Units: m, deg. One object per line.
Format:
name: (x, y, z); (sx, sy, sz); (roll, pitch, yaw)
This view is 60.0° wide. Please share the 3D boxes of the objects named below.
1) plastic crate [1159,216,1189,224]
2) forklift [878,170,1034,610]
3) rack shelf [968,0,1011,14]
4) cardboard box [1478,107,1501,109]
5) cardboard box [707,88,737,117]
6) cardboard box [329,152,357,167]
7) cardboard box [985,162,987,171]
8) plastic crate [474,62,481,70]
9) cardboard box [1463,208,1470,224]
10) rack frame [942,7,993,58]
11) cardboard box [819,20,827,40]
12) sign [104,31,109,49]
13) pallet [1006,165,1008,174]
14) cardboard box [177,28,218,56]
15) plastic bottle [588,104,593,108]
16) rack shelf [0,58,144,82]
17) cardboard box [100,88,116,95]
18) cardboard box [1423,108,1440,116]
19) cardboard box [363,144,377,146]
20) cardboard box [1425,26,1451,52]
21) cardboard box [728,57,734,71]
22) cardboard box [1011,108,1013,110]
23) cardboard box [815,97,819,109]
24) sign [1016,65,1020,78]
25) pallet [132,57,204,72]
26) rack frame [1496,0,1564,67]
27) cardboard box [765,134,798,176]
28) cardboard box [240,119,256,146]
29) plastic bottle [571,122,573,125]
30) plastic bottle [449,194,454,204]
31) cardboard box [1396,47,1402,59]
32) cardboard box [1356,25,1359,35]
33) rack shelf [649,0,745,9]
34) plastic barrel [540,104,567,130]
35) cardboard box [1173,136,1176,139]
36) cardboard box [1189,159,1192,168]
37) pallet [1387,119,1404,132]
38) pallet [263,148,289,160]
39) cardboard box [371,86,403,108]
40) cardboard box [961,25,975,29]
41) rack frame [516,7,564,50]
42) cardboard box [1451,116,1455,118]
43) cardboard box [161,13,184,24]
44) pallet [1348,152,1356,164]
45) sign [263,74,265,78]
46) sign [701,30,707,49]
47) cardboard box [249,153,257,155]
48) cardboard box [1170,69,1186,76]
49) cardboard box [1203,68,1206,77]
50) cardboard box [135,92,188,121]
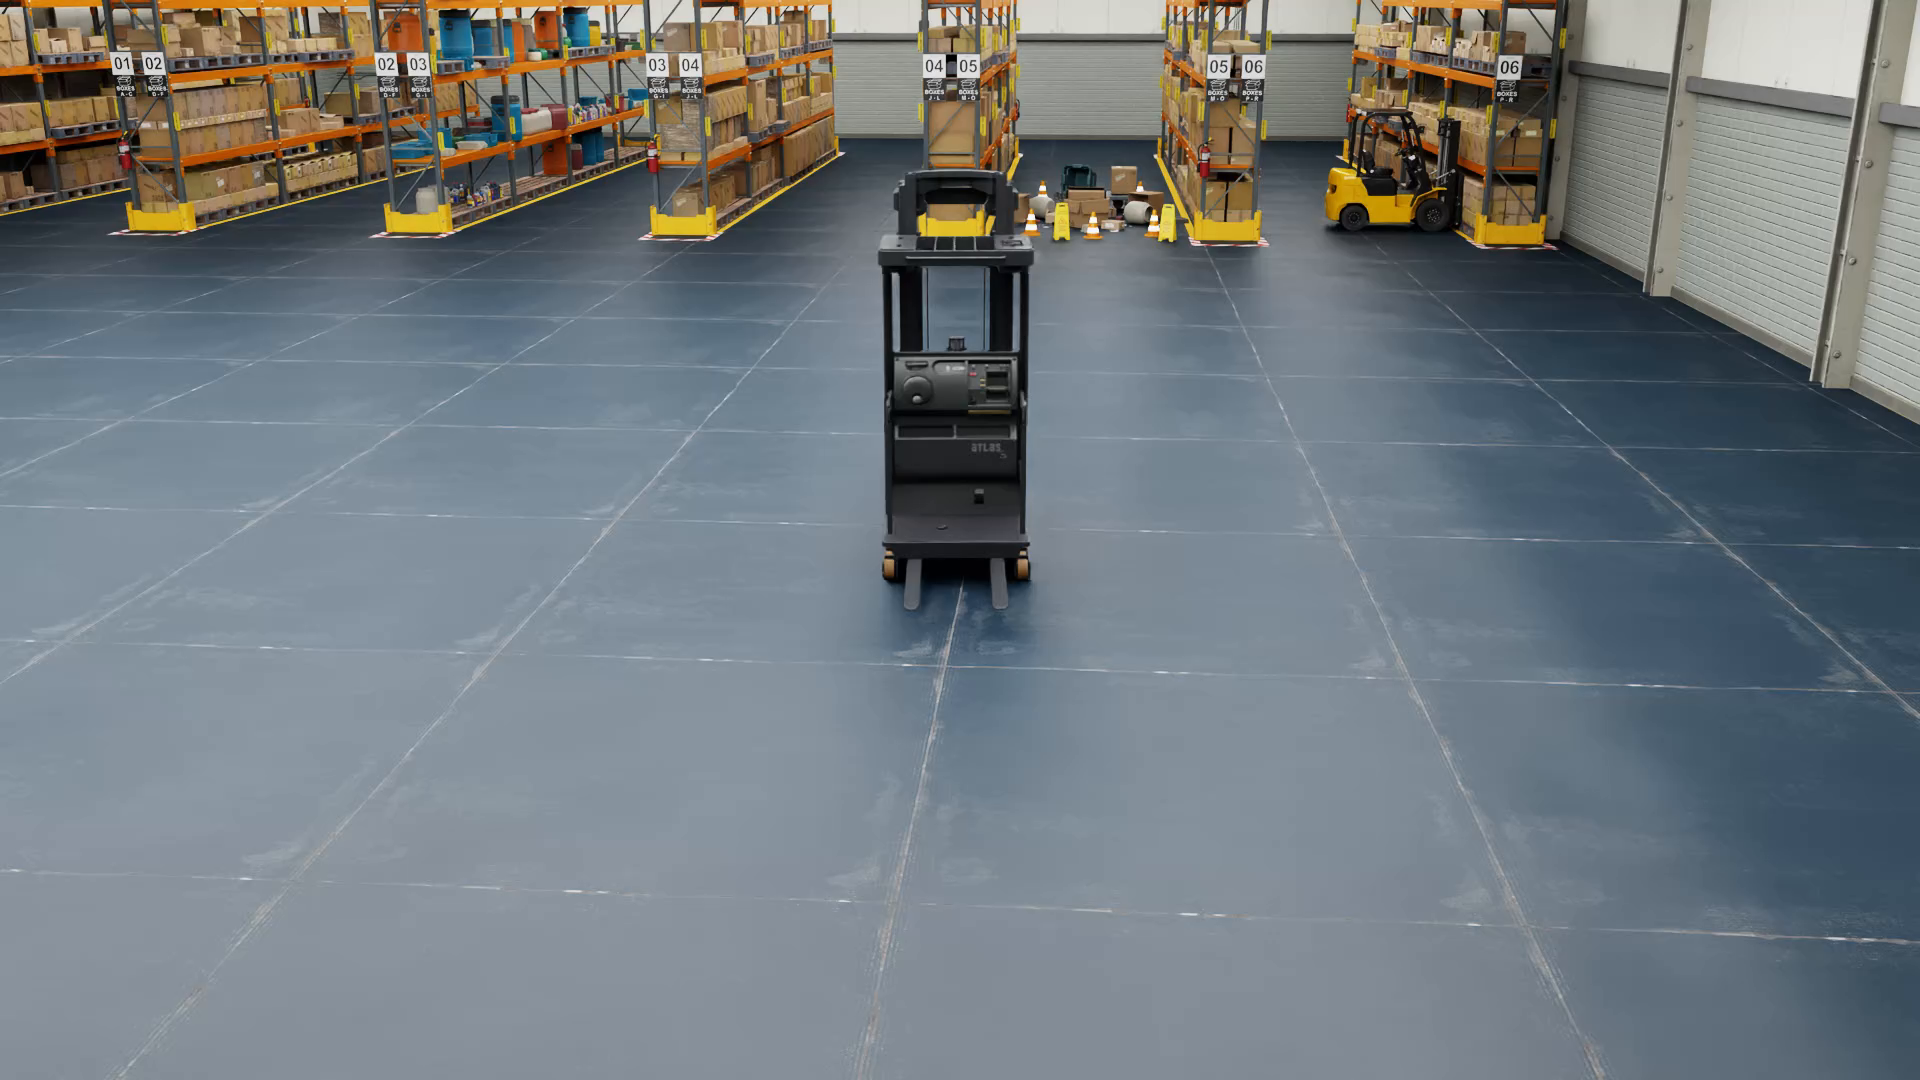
plastic crate: (4.155, -6.212, 32.251); (0.402, 0.080, 0.583); (-5, 19, -15)
forklift: (-0.029, -1.184, 12.329); (1.130, 2.935, 3.031); (0, 18, 0)
rack shelf: (0.572, -12.330, 38.398); (1.077, 0.370, 4.000); (1, 18, 4)
cardboard box: (10.316, -8.350, 32.408); (0.380, 0.149, 0.250); (1, 18, 4)
cardboard box: (-4.628, -8.497, 32.293); (0.500, 0.500, 0.500); (1, 18, 4)
cardboard box: (-14.184, -8.745, 38.136); (0.500, 0.311, 0.500); (2, 18, 5)
cardboard box: (0.096, -7.473, 34.350); (1.050, 0.750, 0.750); (1, 18, 4)
plastic crate: (-9.451, -9.193, 32.267); (0.243, 0.136, 0.396); (1, 18, 4)
cardboard box: (9.514, -5.917, 30.403); (0.500, 0.250, 0.500); (1, 18, 4)
rack frame: (0.141, -10.998, 32.536); (1.000, 3.000, 0.127); (1, 18, 4)
cardboard box: (-3.922, -13.574, 44.218); (0.700, 0.500, 0.500); (0, 18, 1)
sign: (-15.506, -9.095, 30.249); (0.100, 0.325, 0.005); (1, 18, 4)
pallet: (0.661, -9.065, 40.749); (1.003, 0.211, 1.213); (1, 18, 4)
cardboard box: (-14.574, -9.518, 31.777); (0.500, 0.500, 0.500); (1, 18, 4)
plastic bottle: (-9.062, -10.514, 40.773); (0.144, 0.351, 0.185); (1, 18, 4)
rack shelf: (-19.477, -10.326, 36.457); (1.077, 0.370, 4.000); (1, 18, 4)
cardboard box: (-19.337, -10.220, 37.888); (0.380, 0.149, 0.250); (-2, 18, -5)
cardboard box: (9.844, -8.907, 34.587); (0.380, 0.149, 0.250); (1, 18, 2)
cardboard box: (-14.491, -9.395, 40.585); (0.500, 0.500, 0.500); (1, 18, 2)
cardboard box: (9.956, -10.385, 34.487); (0.500, 0.500, 0.500); (2, 18, 5)
cardboard box: (-4.650, -9.176, 32.033); (0.500, 0.250, 0.500); (1, 18, 4)
cardboard box: (1.207, -11.413, 43.840); (0.380, 0.149, 0.250); (2, 18, 5)
cardboard box: (-3.890, -11.139, 42.362); (0.500, 0.250, 0.500); (1, 18, 4)
sign: (1.554, -12.556, 44.558); (0.100, 0.325, 0.005); (1, 18, 4)
pallet: (-14.889, -8.872, 31.006); (1.003, 0.211, 1.213); (1, 18, 4)
rack frame: (9.750, -9.567, 28.169); (1.000, 3.000, 0.127); (1, 18, 4)
cardboard box: (-4.442, -8.936, 38.614); (1.225, 0.875, 0.875); (0, 18, 1)
cardboard box: (-14.736, -8.257, 33.646); (0.700, 0.500, 0.500); (1, 18, 3)
plastic bottle: (-9.056, -9.741, 38.652); (0.097, 0.201, 0.097); (0, 18, 0)
plastic bottle: (-10.144, -6.800, 33.147); (0.097, 0.201, 0.097); (0, 18, 0)
cardboard box: (10.189, -11.032, 37.696); (0.500, 0.250, 0.500); (1, 18, 4)
cardboard box: (10.615, -13.287, 43.297); (0.500, 0.250, 0.500); (1, 18, 3)
rack shelf: (-4.942, -10.176, 31.187); (1.077, 0.370, 4.000); (1, 18, 4)
plastic barrel: (-9.183, -9.556, 37.551); (0.600, 0.536, 0.708); (1, 18, 4)
cardboard box: (5.941, -10.286, 43.436); (0.875, 0.438, 0.875); (2, 18, 5)
cardboard box: (4.705, -7.411, 32.719); (0.380, 0.149, 0.250); (2, 18, 5)
pallet: (10.302, -9.322, 37.363); (1.213, 0.211, 1.003); (1, 18, 4)
pallet: (-18.829, -10.395, 44.808); (1.003, 0.211, 1.213); (1, 18, 4)
cardboard box: (-14.363, -11.101, 41.651); (0.700, 0.500, 0.500); (-5, 19, -15)
cardboard box: (0.198, -11.358, 37.061); (0.396, 0.266, 0.258); (1, 18, 4)
rack frame: (-9.452, -12.493, 37.099); (1.000, 3.000, 0.127); (1, 18, 4)
cardboard box: (9.735, -8.141, 32.248); (0.380, 0.149, 0.250); (2, 18, 5)
cardboard box: (-19.265, -12.702, 40.482); (0.500, 0.250, 0.500); (1, 18, 2)
pallet: (10.836, -10.089, 43.875); (1.003, 0.211, 1.213); (1, 18, 4)
sign: (-19.313, -12.811, 46.187); (0.100, 0.325, 0.005); (1, 18, 4)
sign: (-4.544, -8.876, 29.473); (0.100, 0.325, 0.005); (1, 18, 4)
cardboard box: (-18.891, -10.348, 43.525); (0.700, 0.500, 0.500); (2, 18, 5)
cardboard box: (5.364, -11.487, 40.853); (0.380, 0.149, 0.250); (1, 18, 3)
cardboard box: (4.531, -8.327, 29.605); (0.380, 0.149, 0.250); (1, 18, 4)
cardboard box: (-14.916, -8.095, 31.065); (0.700, 0.500, 0.500); (1, 18, 4)
